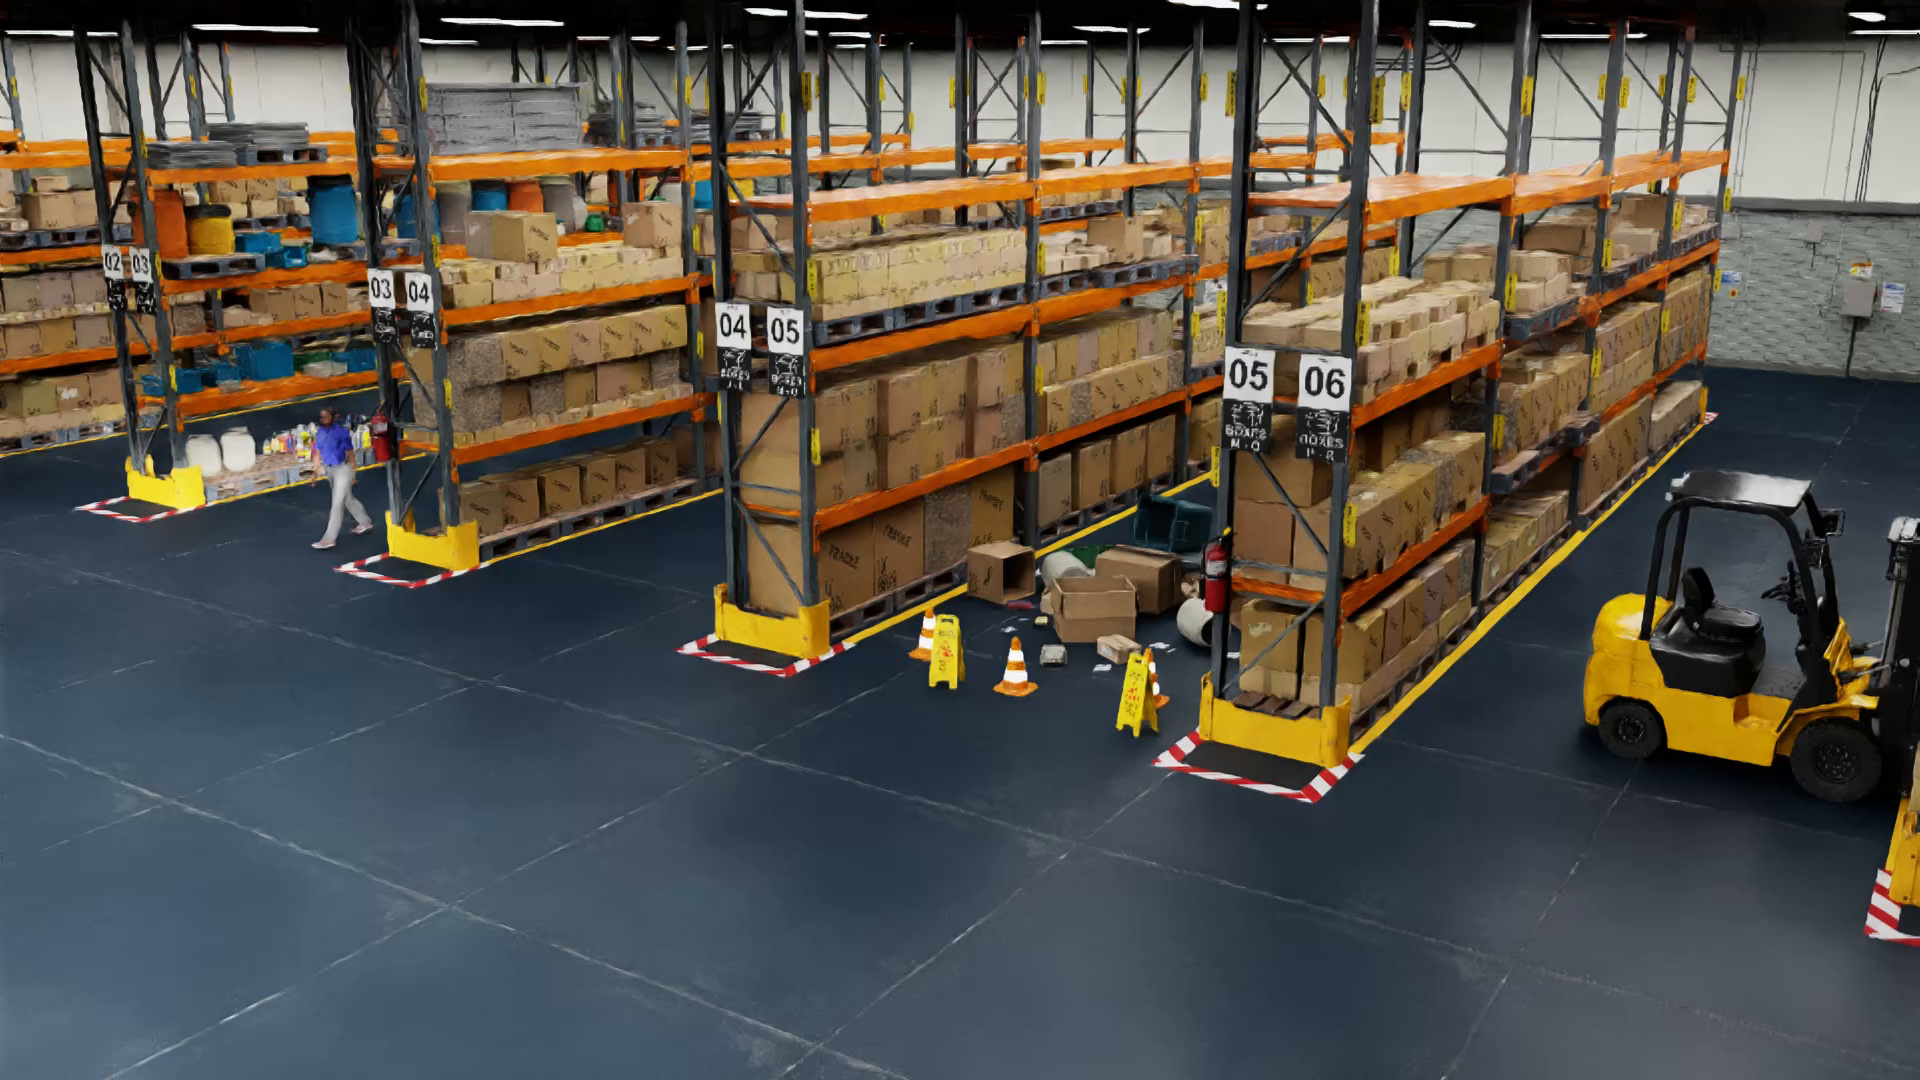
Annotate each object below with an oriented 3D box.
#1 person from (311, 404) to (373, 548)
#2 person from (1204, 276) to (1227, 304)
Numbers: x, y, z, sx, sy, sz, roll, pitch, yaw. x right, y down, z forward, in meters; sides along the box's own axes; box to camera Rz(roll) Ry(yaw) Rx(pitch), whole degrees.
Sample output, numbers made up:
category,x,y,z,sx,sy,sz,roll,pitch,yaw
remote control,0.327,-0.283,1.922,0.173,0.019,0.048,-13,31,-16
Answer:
category,x,y,z,sx,sy,sz,roll,pitch,yaw
person,-7.112,-0.769,18.924,0.429,1.595,0.993,8,18,27
person,4.998,-4.566,32.572,0.498,1.585,1.075,9,18,29
